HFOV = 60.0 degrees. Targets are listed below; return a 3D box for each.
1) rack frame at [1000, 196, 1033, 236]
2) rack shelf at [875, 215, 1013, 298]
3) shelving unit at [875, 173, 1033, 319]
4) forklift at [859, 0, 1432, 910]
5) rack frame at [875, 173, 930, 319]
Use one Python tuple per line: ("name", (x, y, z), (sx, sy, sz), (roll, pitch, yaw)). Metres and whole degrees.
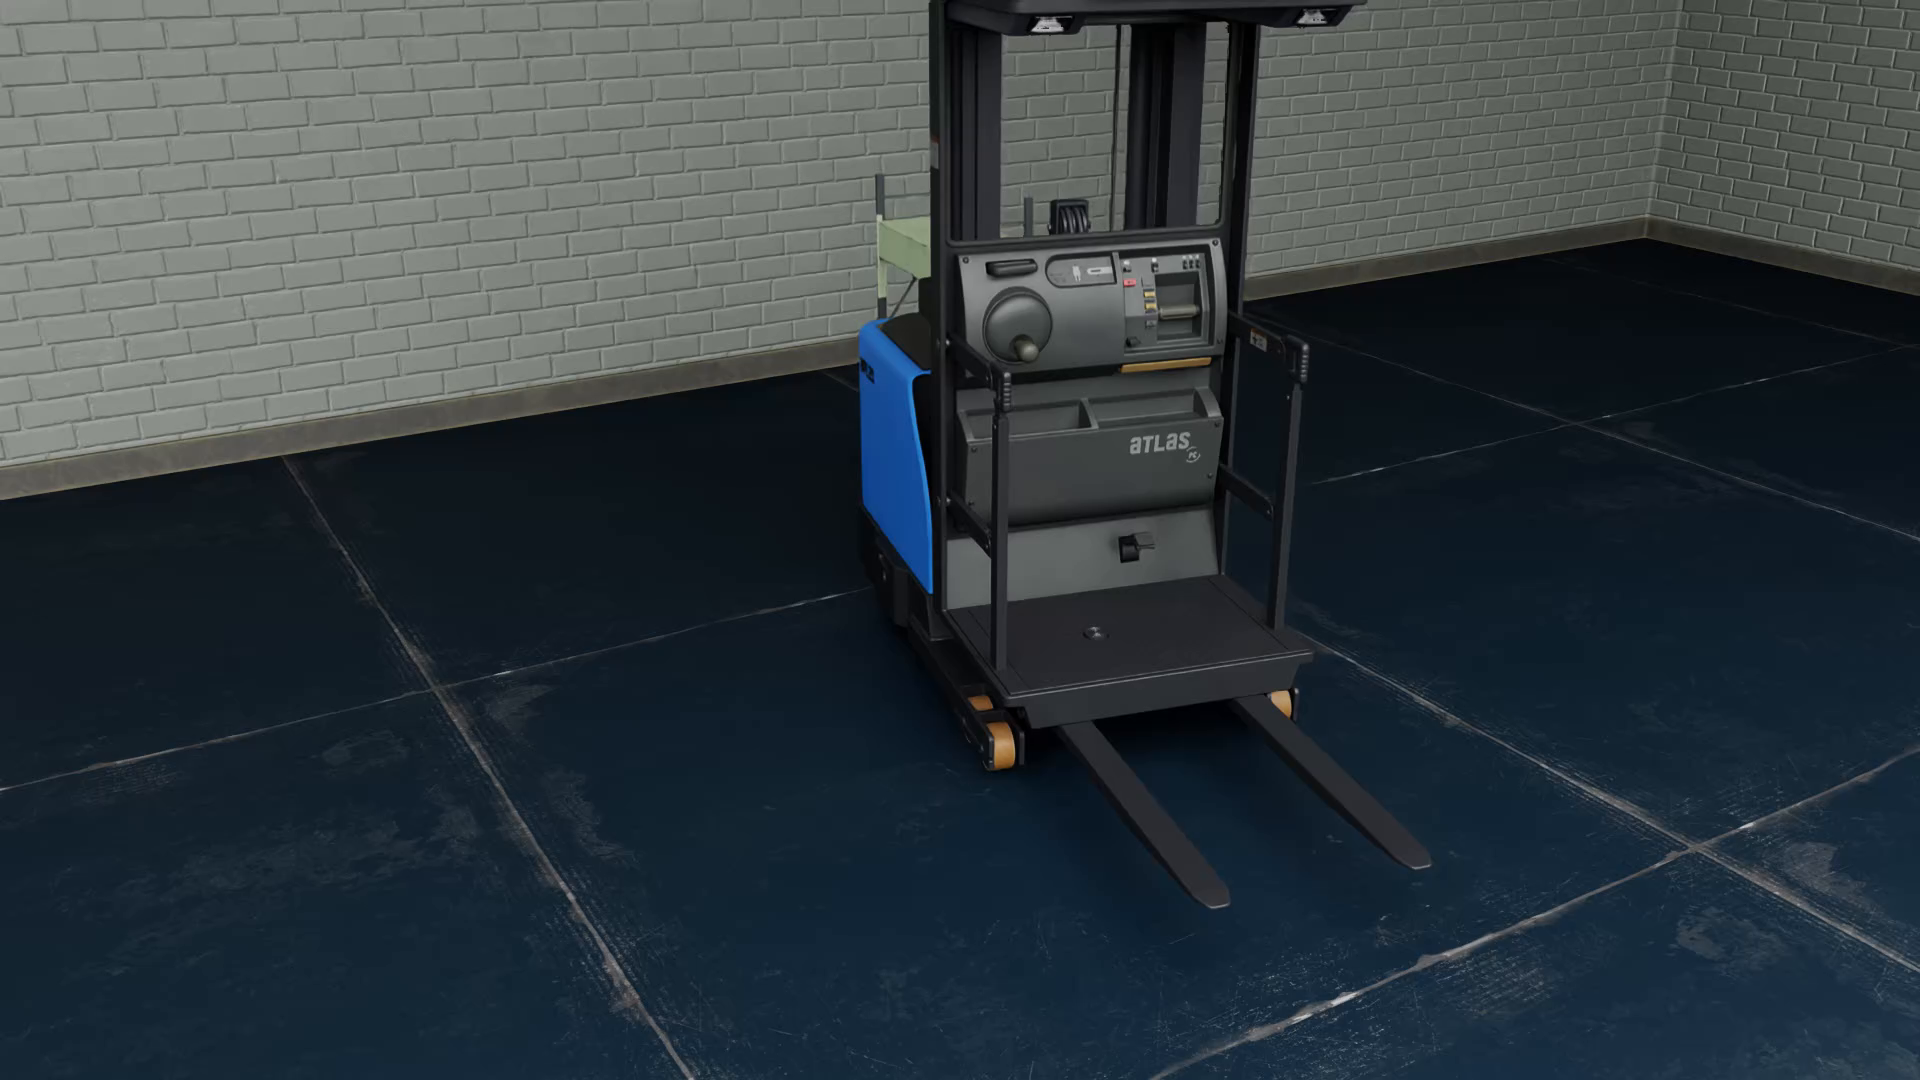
("rack frame", (0.109, -0.677, 6.985), (0.400, 1.500, 0.023), (-9, 24, -22))
("rack shelf", (-0.037, -1.165, 7.149), (0.431, 0.370, 0.720), (-9, 24, -22))
("shelving unit", (-0.037, -0.803, 7.296), (0.431, 1.500, 0.755), (-9, 24, -22))
("forklift", (0.513, -0.768, 5.310), (1.130, 2.935, 3.031), (-7, 23, -16))
("rack frame", (-0.182, -0.930, 7.607), (0.400, 1.500, 0.023), (-9, 24, -22))
